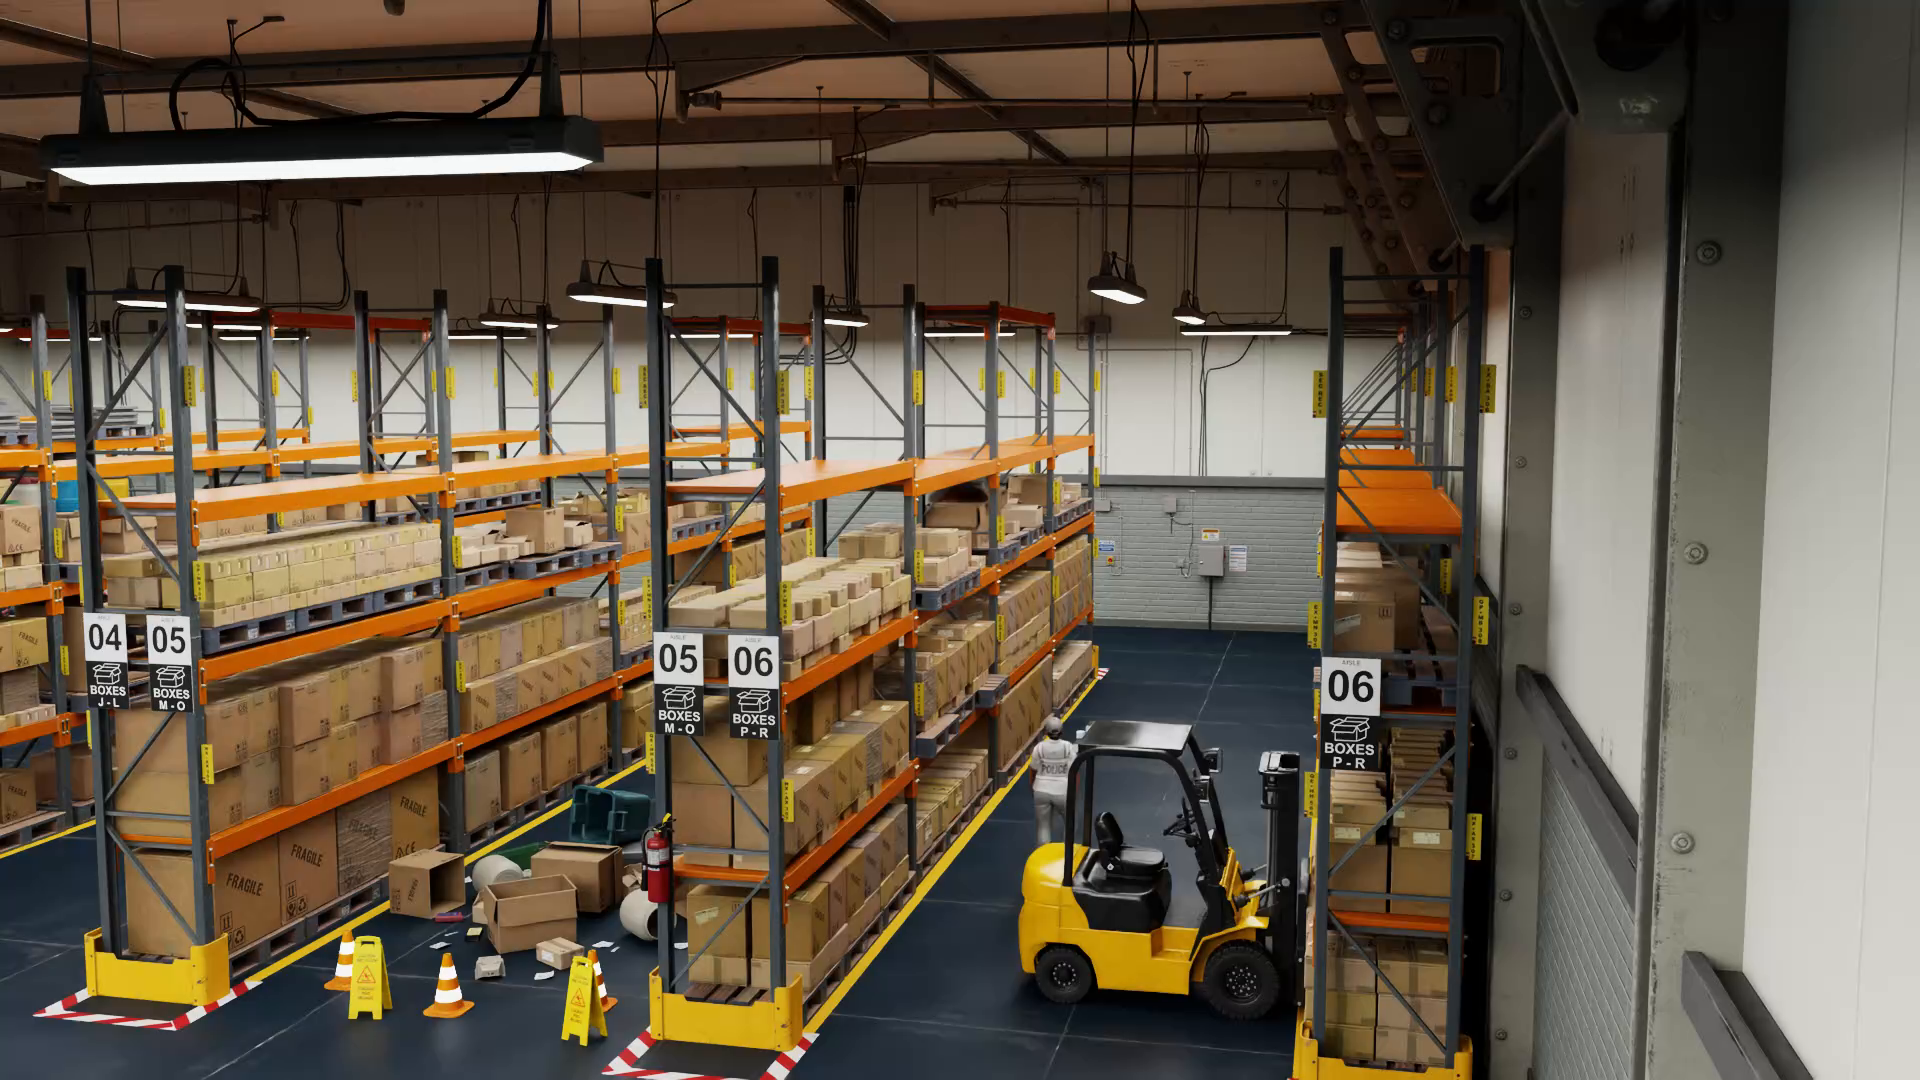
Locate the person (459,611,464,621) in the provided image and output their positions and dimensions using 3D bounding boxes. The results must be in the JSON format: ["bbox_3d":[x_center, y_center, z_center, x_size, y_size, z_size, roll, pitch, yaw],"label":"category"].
[{"bbox_3d":[-7.317,1.818,24.371,0.449,1.769,0.588,0,6,-2],"label":"person"}]

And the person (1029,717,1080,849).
[{"bbox_3d":[0.967,2.629,17.090,0.562,1.672,0.785,1,6,14],"label":"person"}]
